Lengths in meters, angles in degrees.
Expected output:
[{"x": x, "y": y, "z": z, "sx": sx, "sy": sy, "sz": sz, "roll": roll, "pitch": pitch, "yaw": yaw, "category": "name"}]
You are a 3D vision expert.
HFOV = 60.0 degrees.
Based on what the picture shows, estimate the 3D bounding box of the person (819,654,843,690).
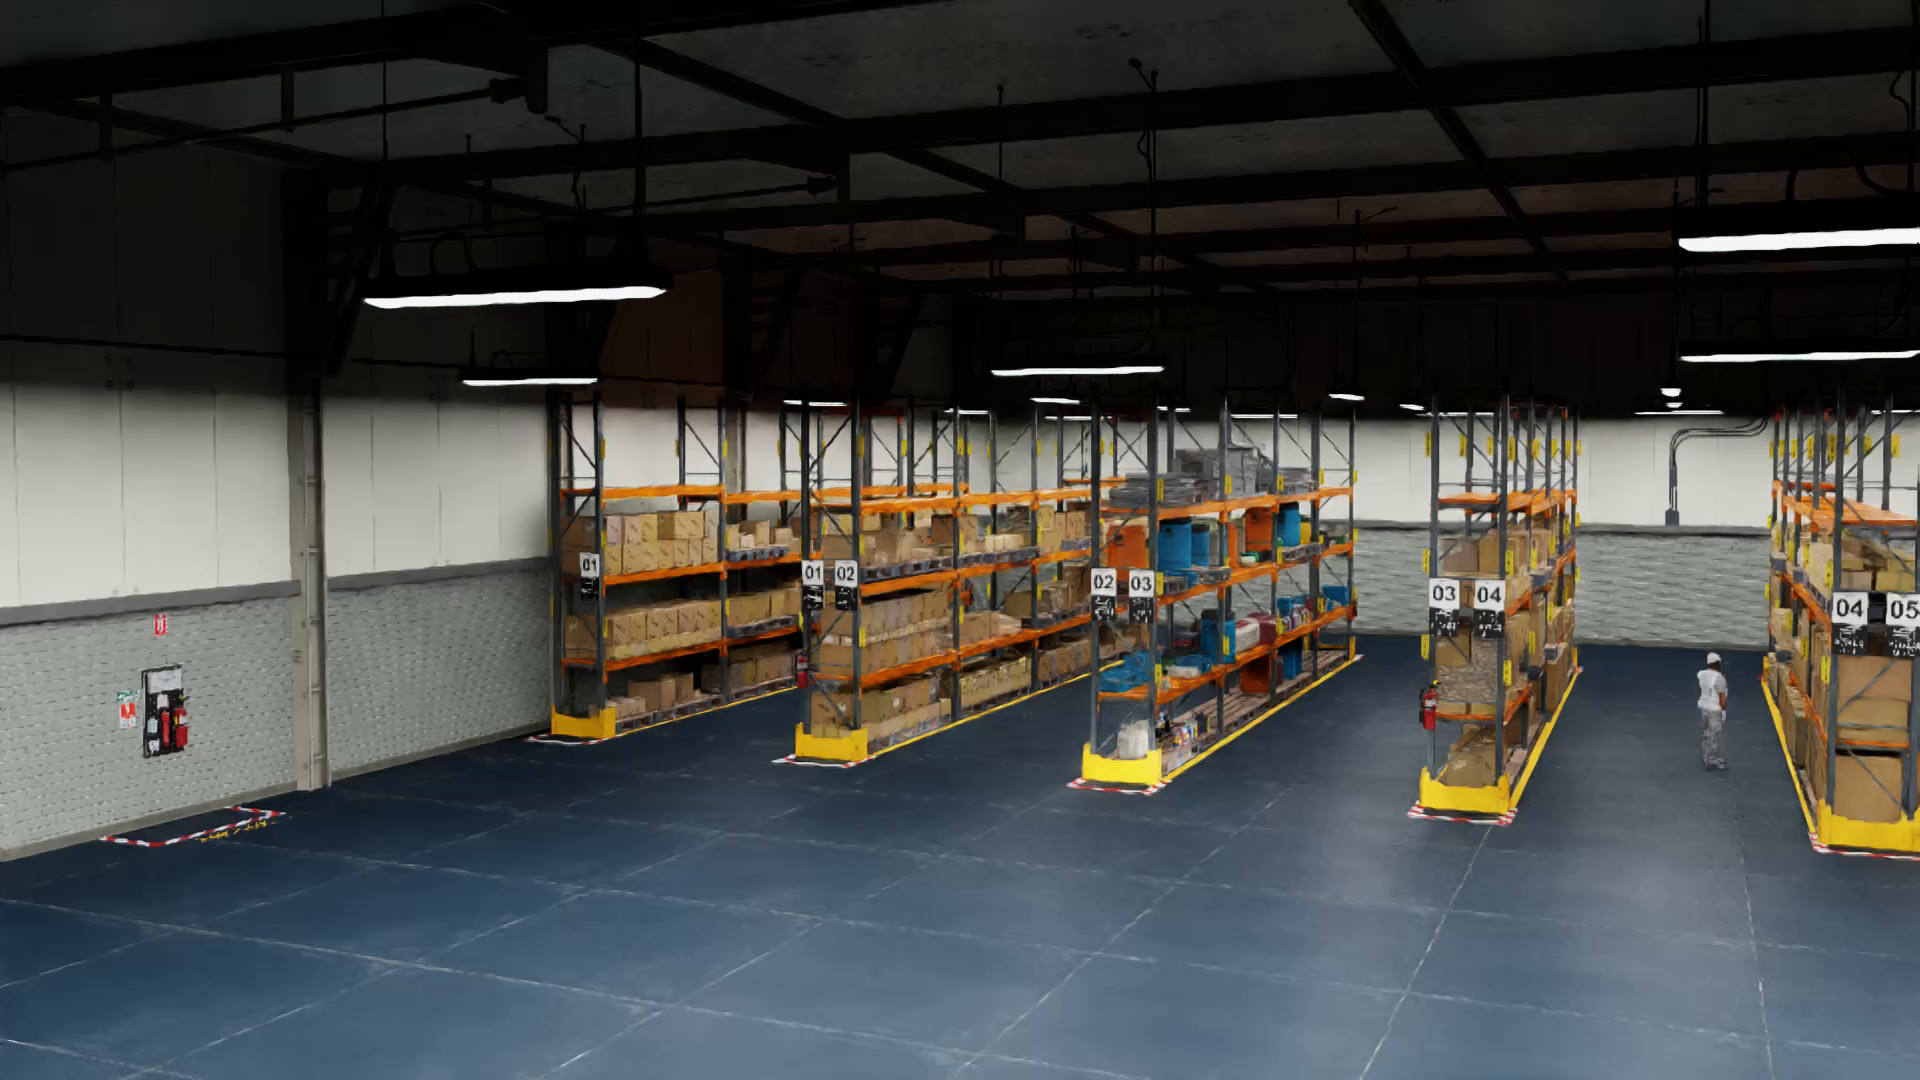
[{"x": -2.367, "y": 2.489, "z": 30.898, "sx": 0.592, "sy": 1.629, "sz": 0.526, "roll": 1, "pitch": 3, "yaw": 21, "category": "person"}]

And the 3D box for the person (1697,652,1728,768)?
[{"x": 11.841, "y": 2.650, "z": 26.076, "sx": 0.450, "sy": 1.782, "sz": 0.614, "roll": 0, "pitch": 3, "yaw": -8, "category": "person"}]

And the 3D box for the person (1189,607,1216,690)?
[{"x": 5.078, "y": 2.241, "z": 34.410, "sx": 0.729, "sy": 1.733, "sz": 0.546, "roll": 1, "pitch": 3, "yaw": 23, "category": "person"}]
